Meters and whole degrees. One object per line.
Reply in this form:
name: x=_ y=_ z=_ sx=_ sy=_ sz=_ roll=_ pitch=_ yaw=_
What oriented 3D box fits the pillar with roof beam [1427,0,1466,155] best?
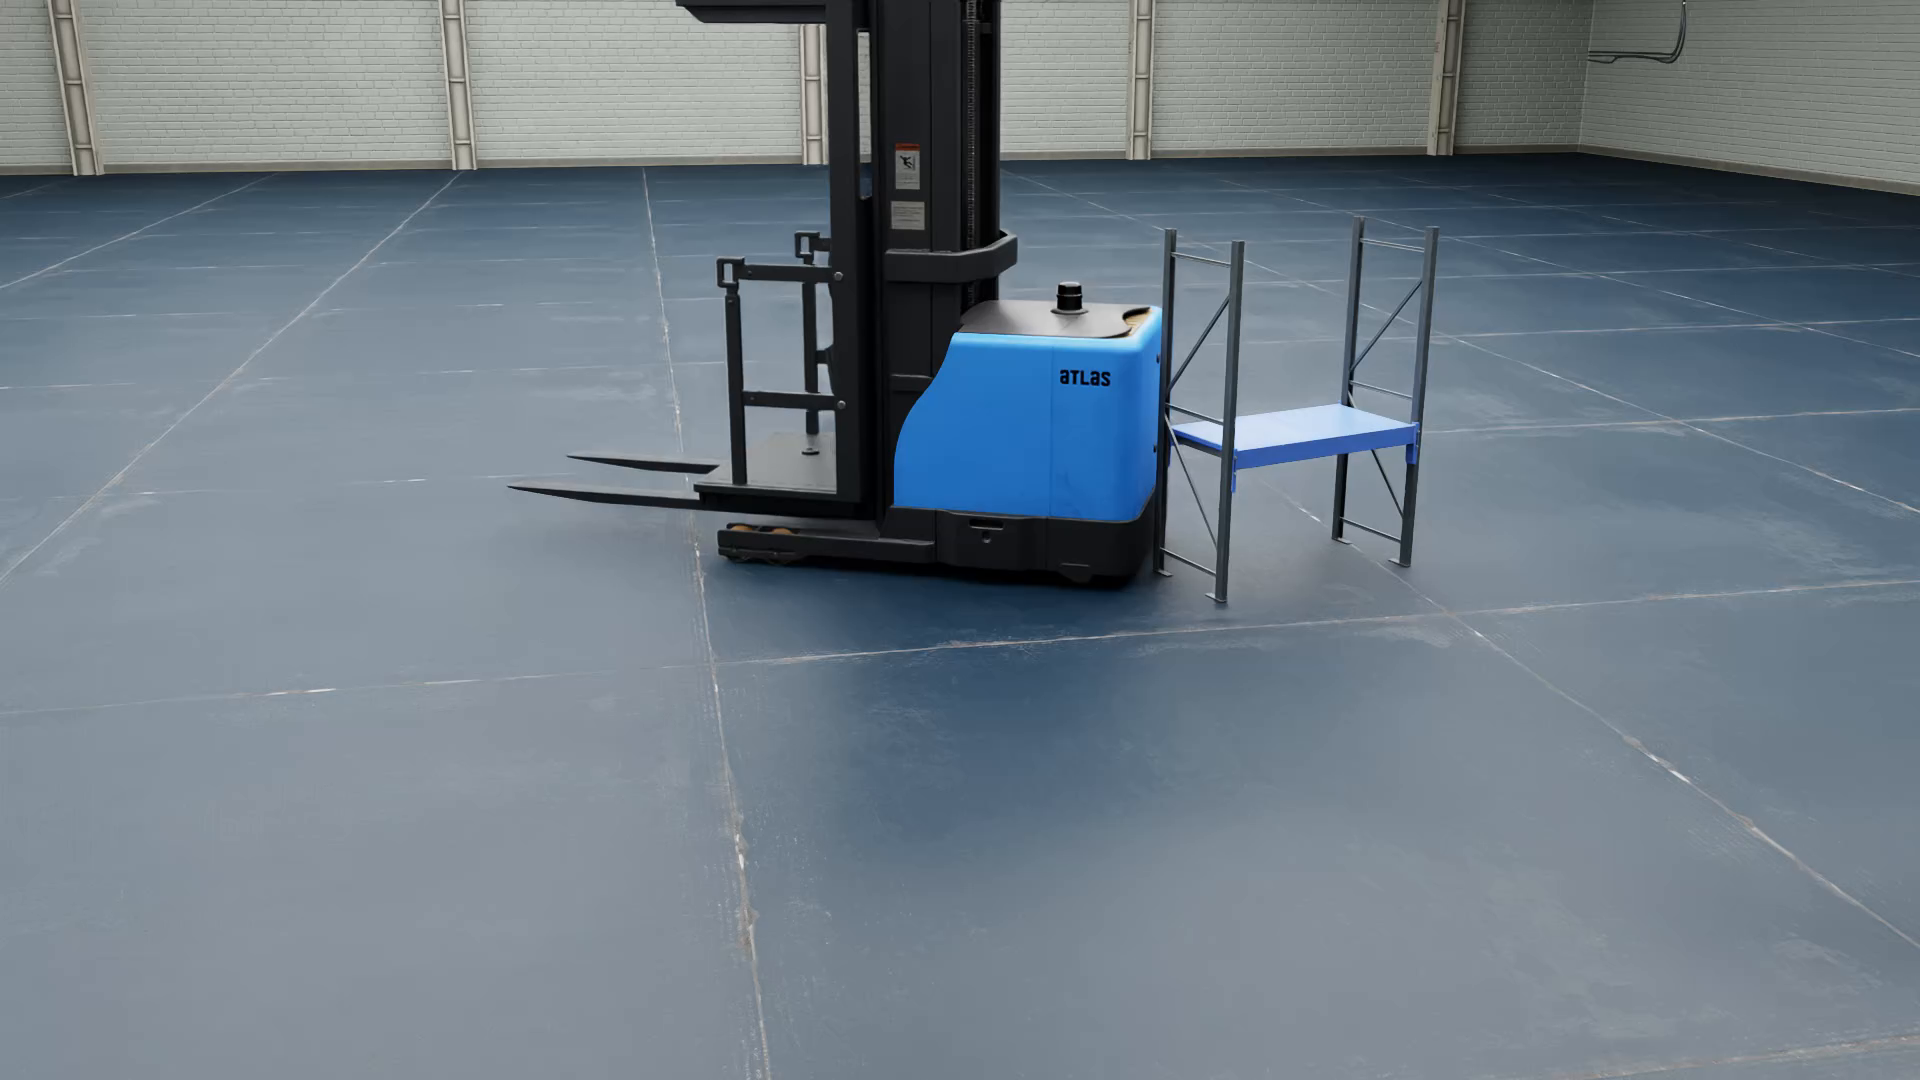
pillar with roof beam: x=9.995 y=-10.438 z=26.468 sx=0.400 sy=9.000 sz=9.100 roll=-3 pitch=17 yaw=-10

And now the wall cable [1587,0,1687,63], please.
wall cable: x=12.322 y=-9.977 z=30.258 sx=0.112 sy=2.526 sz=3.097 roll=-3 pitch=17 yaw=-10

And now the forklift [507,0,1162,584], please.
forklift: x=-0.601 y=-1.430 z=7.475 sx=3.031 sy=2.935 sz=1.130 roll=4 pitch=18 yaw=14

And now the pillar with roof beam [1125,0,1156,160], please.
pillar with roof beam: x=4.104 y=-10.103 z=25.380 sx=0.400 sy=9.000 sz=9.100 roll=-3 pitch=17 yaw=-10

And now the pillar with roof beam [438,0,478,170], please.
pillar with roof beam: x=-7.678 y=-9.435 z=23.204 sx=0.400 sy=9.000 sz=9.100 roll=-3 pitch=17 yaw=-10

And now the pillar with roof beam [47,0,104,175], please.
pillar with roof beam: x=-13.569 y=-9.101 z=22.116 sx=0.400 sy=9.000 sz=9.100 roll=-3 pitch=17 yaw=-10

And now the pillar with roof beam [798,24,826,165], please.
pillar with roof beam: x=-1.787 y=-9.769 z=24.292 sx=0.400 sy=9.000 sz=9.100 roll=-3 pitch=17 yaw=-10

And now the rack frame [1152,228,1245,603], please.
rack frame: x=0.986 y=-0.519 z=6.948 sx=0.032 sy=1.500 sz=0.500 roll=-9 pitch=19 yaw=-27

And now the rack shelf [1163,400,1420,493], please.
rack shelf: x=1.433 y=-0.418 z=7.231 sx=1.000 sy=0.185 sz=0.538 roll=-9 pitch=19 yaw=-27

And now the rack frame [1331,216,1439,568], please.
rack frame: x=1.881 y=-0.661 z=7.409 sx=0.032 sy=1.500 sz=0.500 roll=-9 pitch=19 yaw=-27

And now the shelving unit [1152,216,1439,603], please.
shelving unit: x=1.433 y=-0.590 z=7.178 sx=1.048 sy=1.500 sz=0.538 roll=-9 pitch=19 yaw=-27
